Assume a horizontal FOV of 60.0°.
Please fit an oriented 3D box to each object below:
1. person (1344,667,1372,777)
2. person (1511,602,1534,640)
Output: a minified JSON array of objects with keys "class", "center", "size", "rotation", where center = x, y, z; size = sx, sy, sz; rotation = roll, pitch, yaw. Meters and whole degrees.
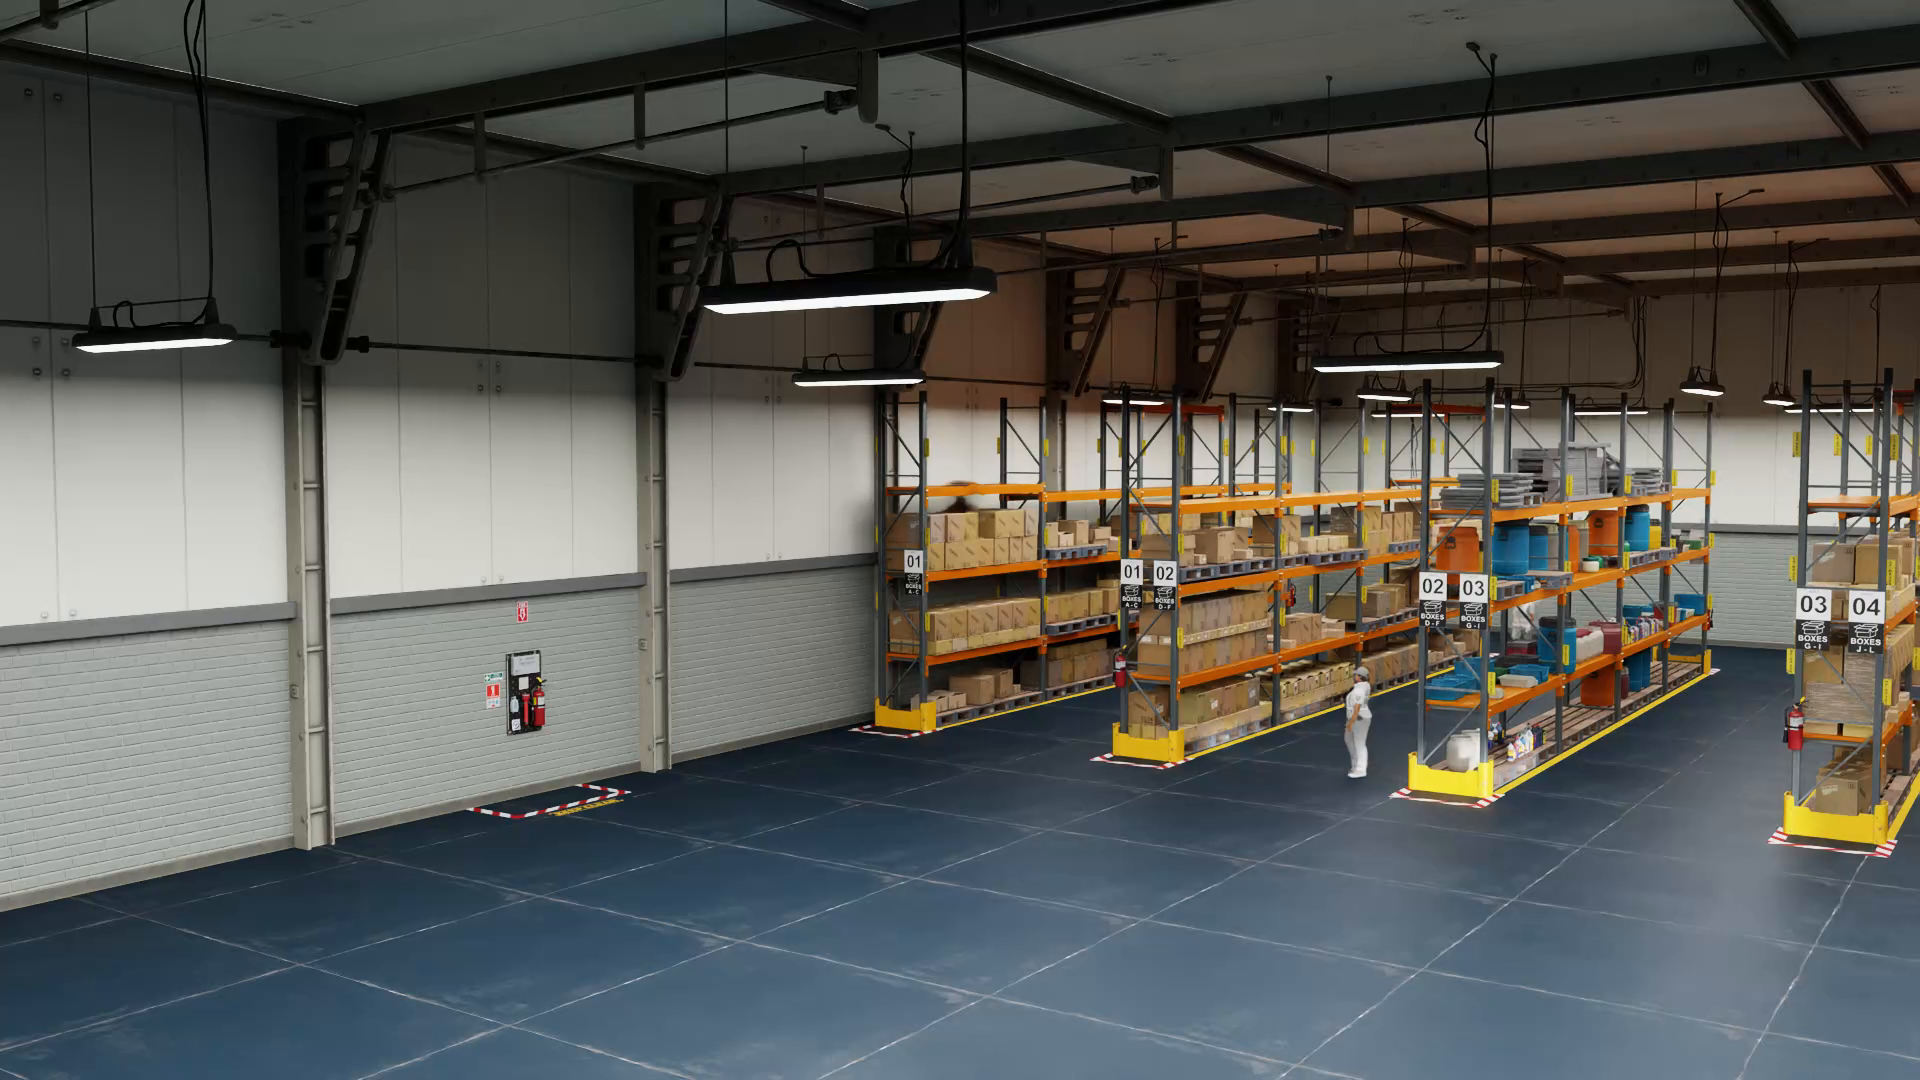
[{"class":"person","center":[6.068,2.790,25.416],"size":[0.427,1.708,0.550],"rotation":[0,3,5]},{"class":"person","center":[12.987,2.002,38.440],"size":[0.574,1.738,1.092],"rotation":[2,4,32]}]
